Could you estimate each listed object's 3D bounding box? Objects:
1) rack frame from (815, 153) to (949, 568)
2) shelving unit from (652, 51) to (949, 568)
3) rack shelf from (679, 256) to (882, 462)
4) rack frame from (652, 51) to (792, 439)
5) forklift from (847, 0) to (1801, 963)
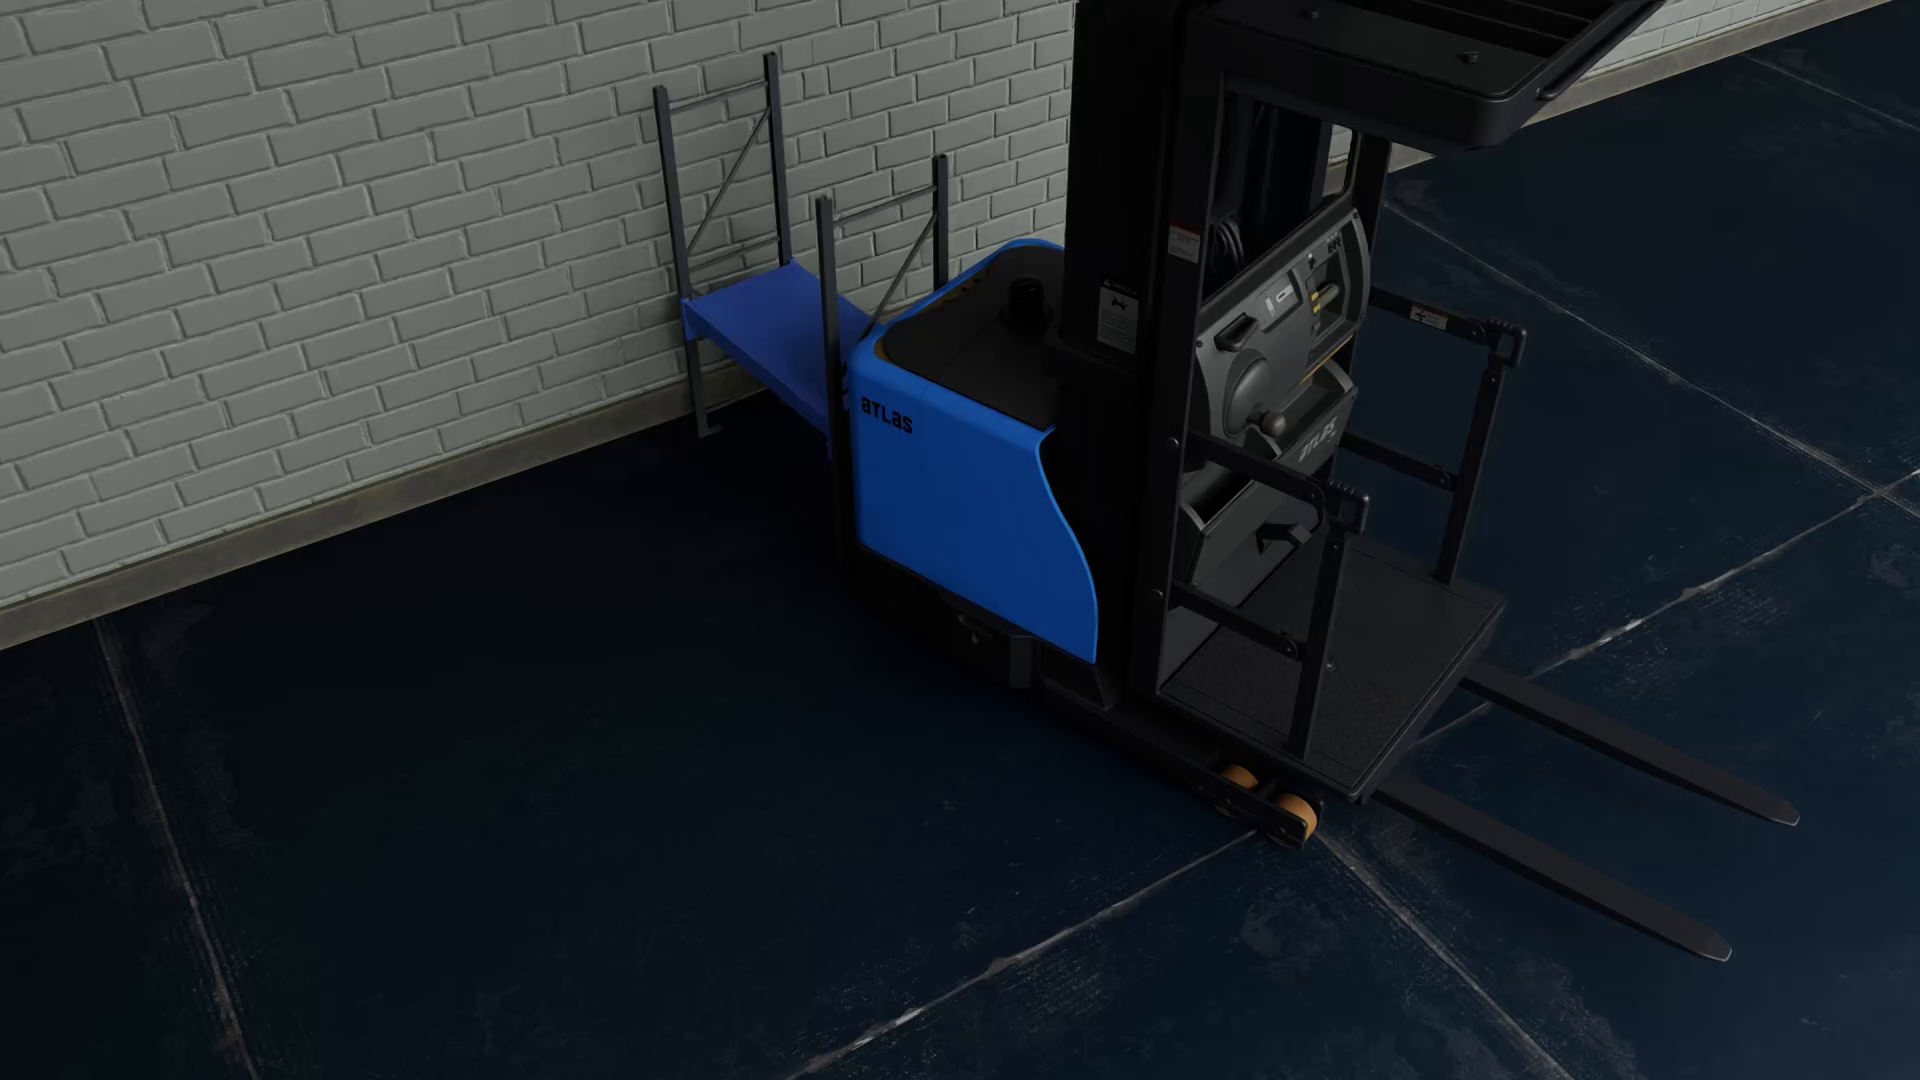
[{"bbox_3d":[-0.245,-0.578,5.773,0.500,1.500,0.032,-26,47,-28],"label":"rack frame"},{"bbox_3d":[-0.557,-0.836,6.081,0.538,1.500,1.048,-26,47,-28],"label":"shelving unit"},{"bbox_3d":[-0.557,-0.697,6.196,0.538,0.185,1.000,-26,47,-28],"label":"rack shelf"},{"bbox_3d":[-0.868,-1.093,6.390,0.500,1.500,0.032,-26,47,-28],"label":"rack frame"},{"bbox_3d":[1.094,-0.570,4.644,3.031,2.935,1.130,27,47,28],"label":"forklift"}]
